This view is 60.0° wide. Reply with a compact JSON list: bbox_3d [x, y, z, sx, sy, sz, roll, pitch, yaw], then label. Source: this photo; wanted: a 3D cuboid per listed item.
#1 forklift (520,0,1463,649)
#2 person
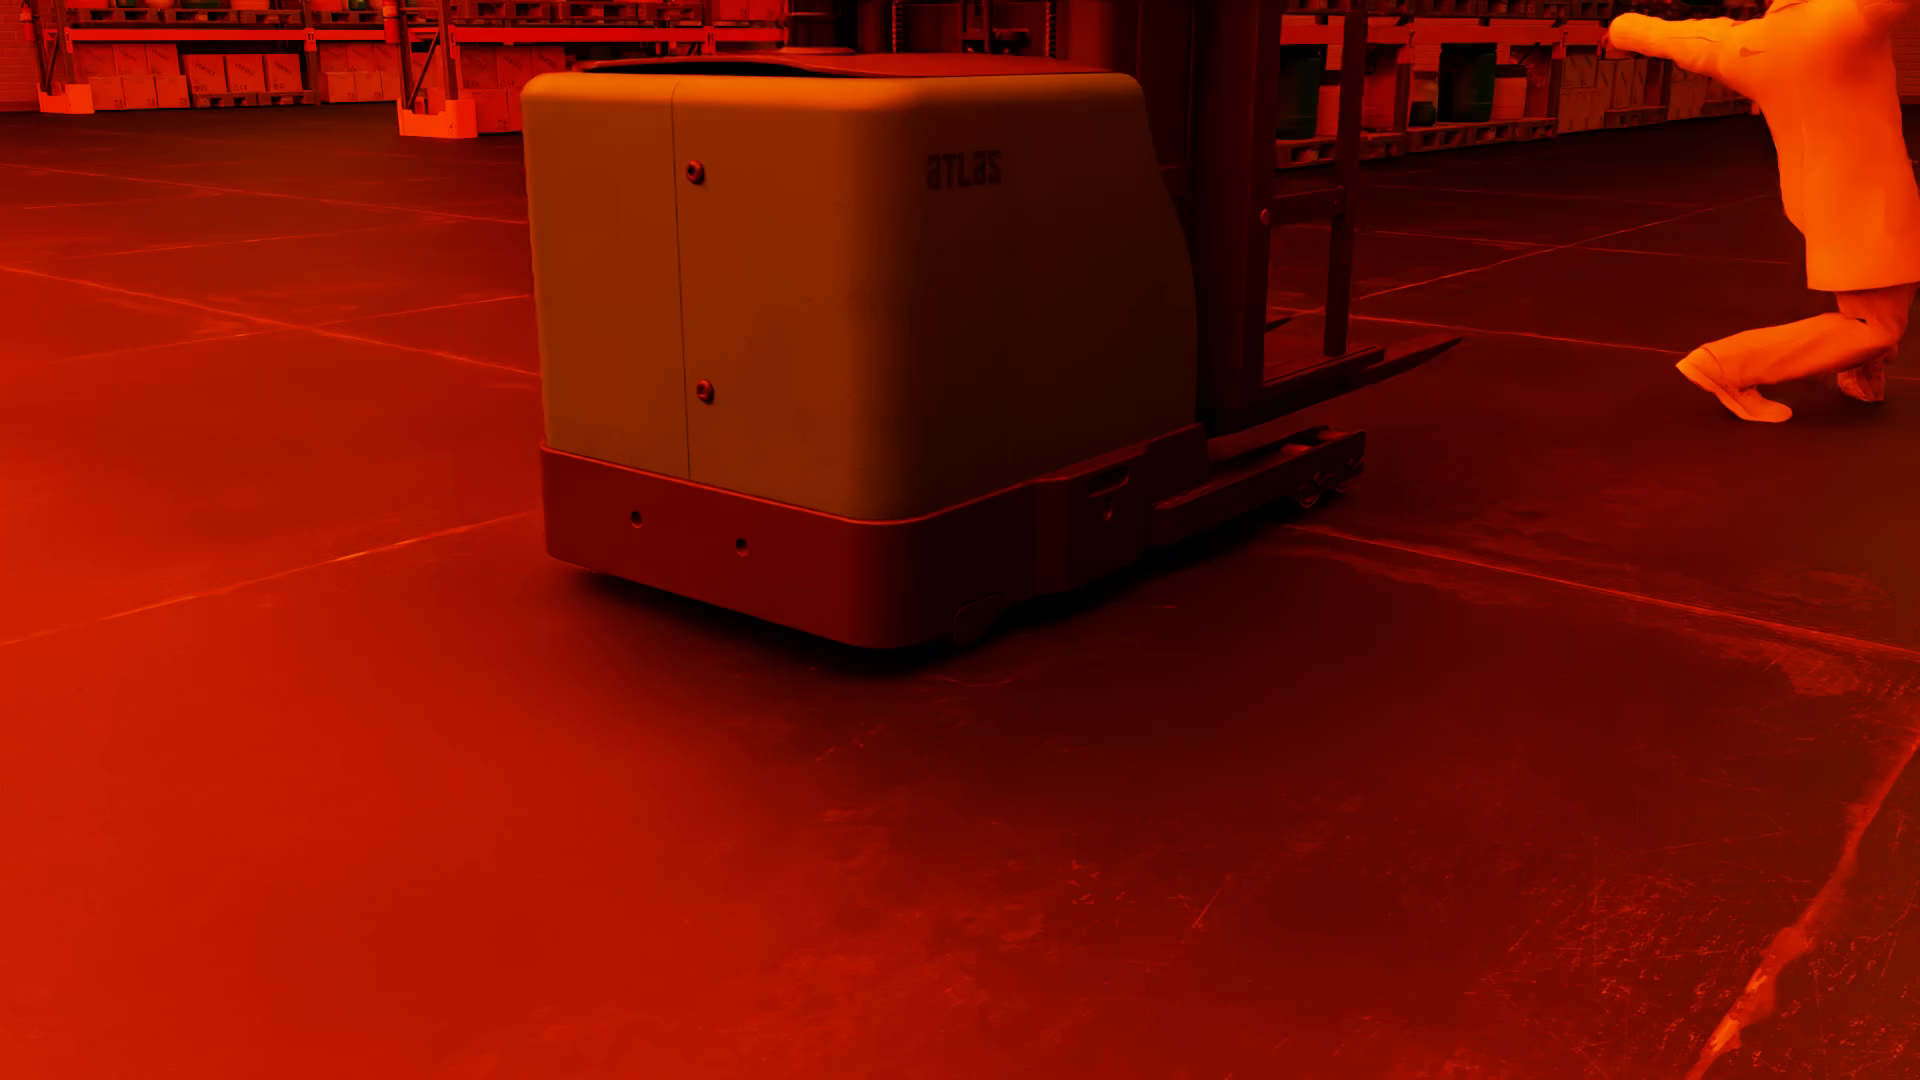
[{"bbox_3d":[0.408,-1.561,4.037,1.130,2.935,3.031,13,21,37],"label":"forklift"},{"bbox_3d":[2.665,-1.225,5.332,0.903,1.620,1.165,-3,17,-10],"label":"person"}]
